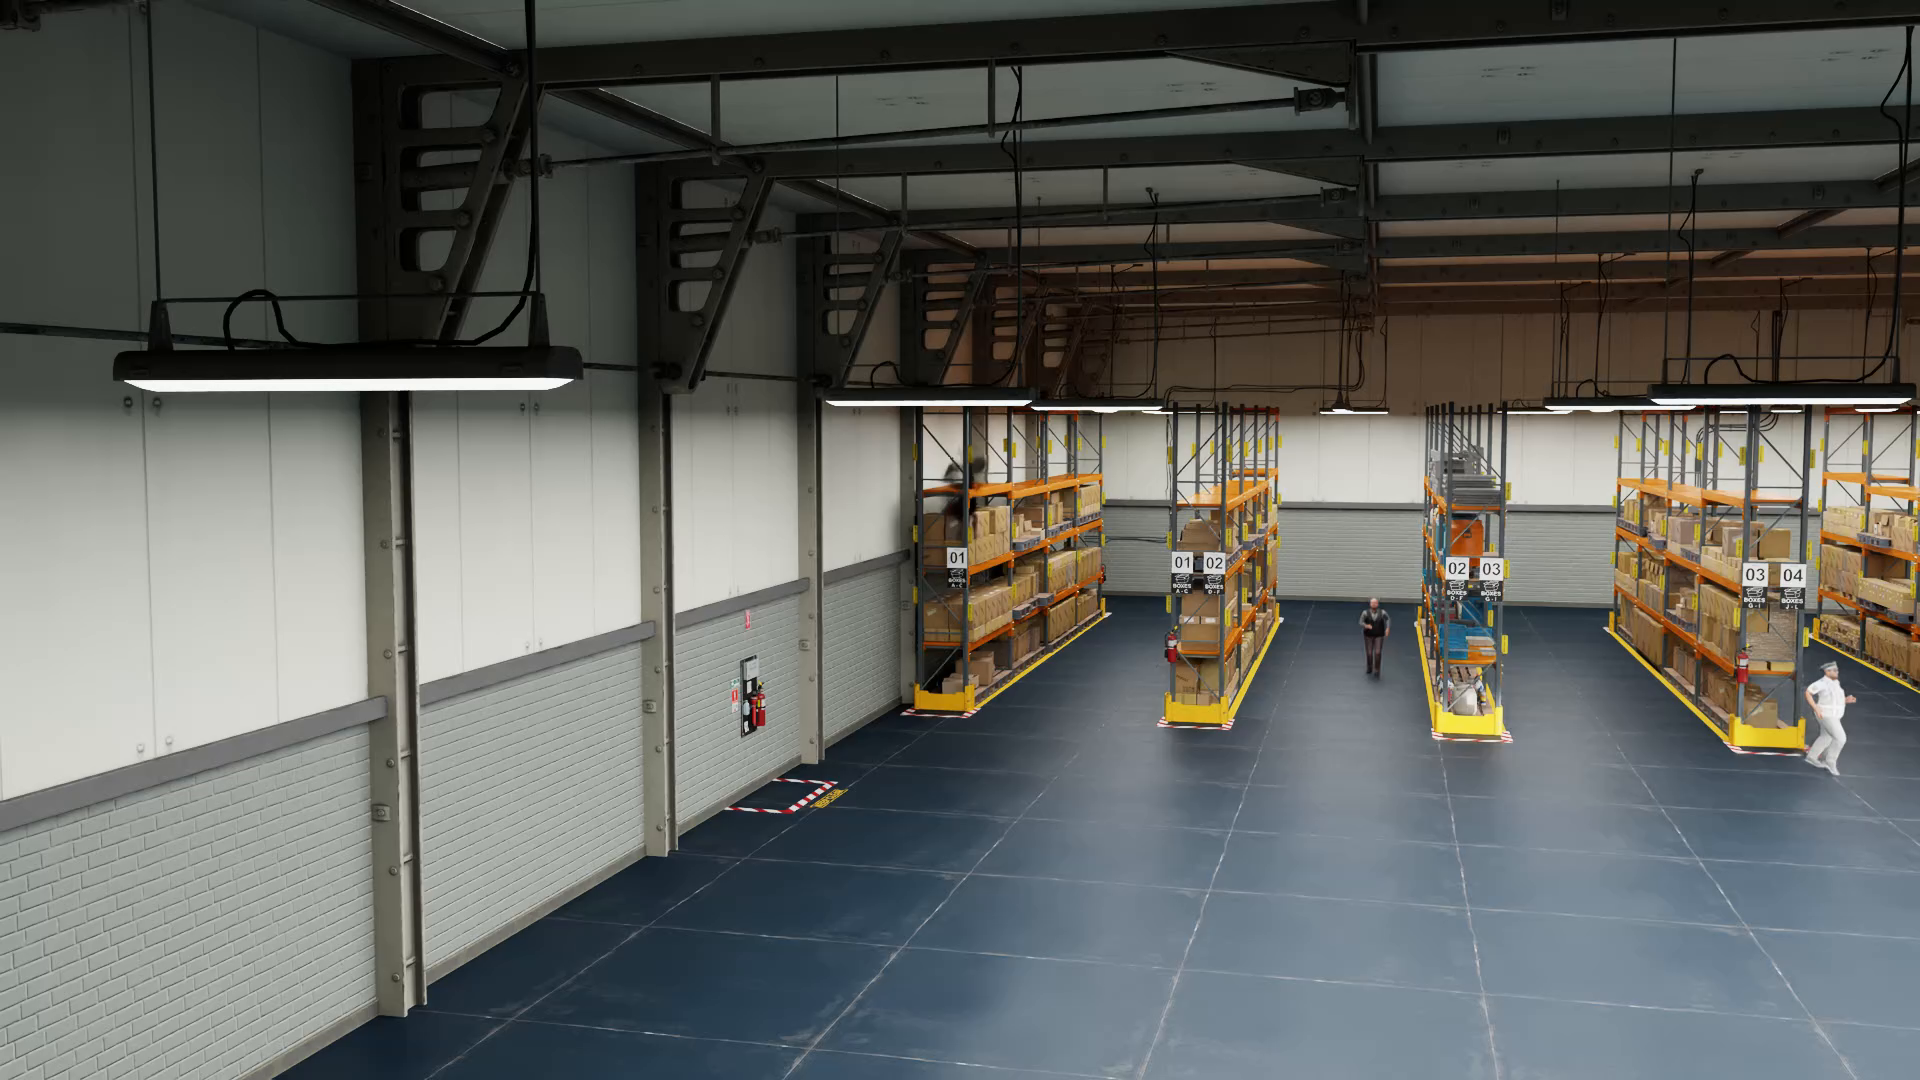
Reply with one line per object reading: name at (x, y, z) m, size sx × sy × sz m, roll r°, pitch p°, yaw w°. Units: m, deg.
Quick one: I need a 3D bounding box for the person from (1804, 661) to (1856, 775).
person at (14.025, 2.871, 26.812) m, size 0.632 × 1.838 × 0.764 m, roll -4°, pitch 6°, yaw -43°

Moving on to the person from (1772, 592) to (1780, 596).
person at (20.980, 1.657, 43.234) m, size 0.664 × 1.809 × 0.704 m, roll 3°, pitch 5°, yaw 38°

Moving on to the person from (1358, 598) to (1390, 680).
person at (9.104, 2.163, 36.573) m, size 0.674 × 1.774 × 0.815 m, roll 1°, pitch 4°, yaw 15°
